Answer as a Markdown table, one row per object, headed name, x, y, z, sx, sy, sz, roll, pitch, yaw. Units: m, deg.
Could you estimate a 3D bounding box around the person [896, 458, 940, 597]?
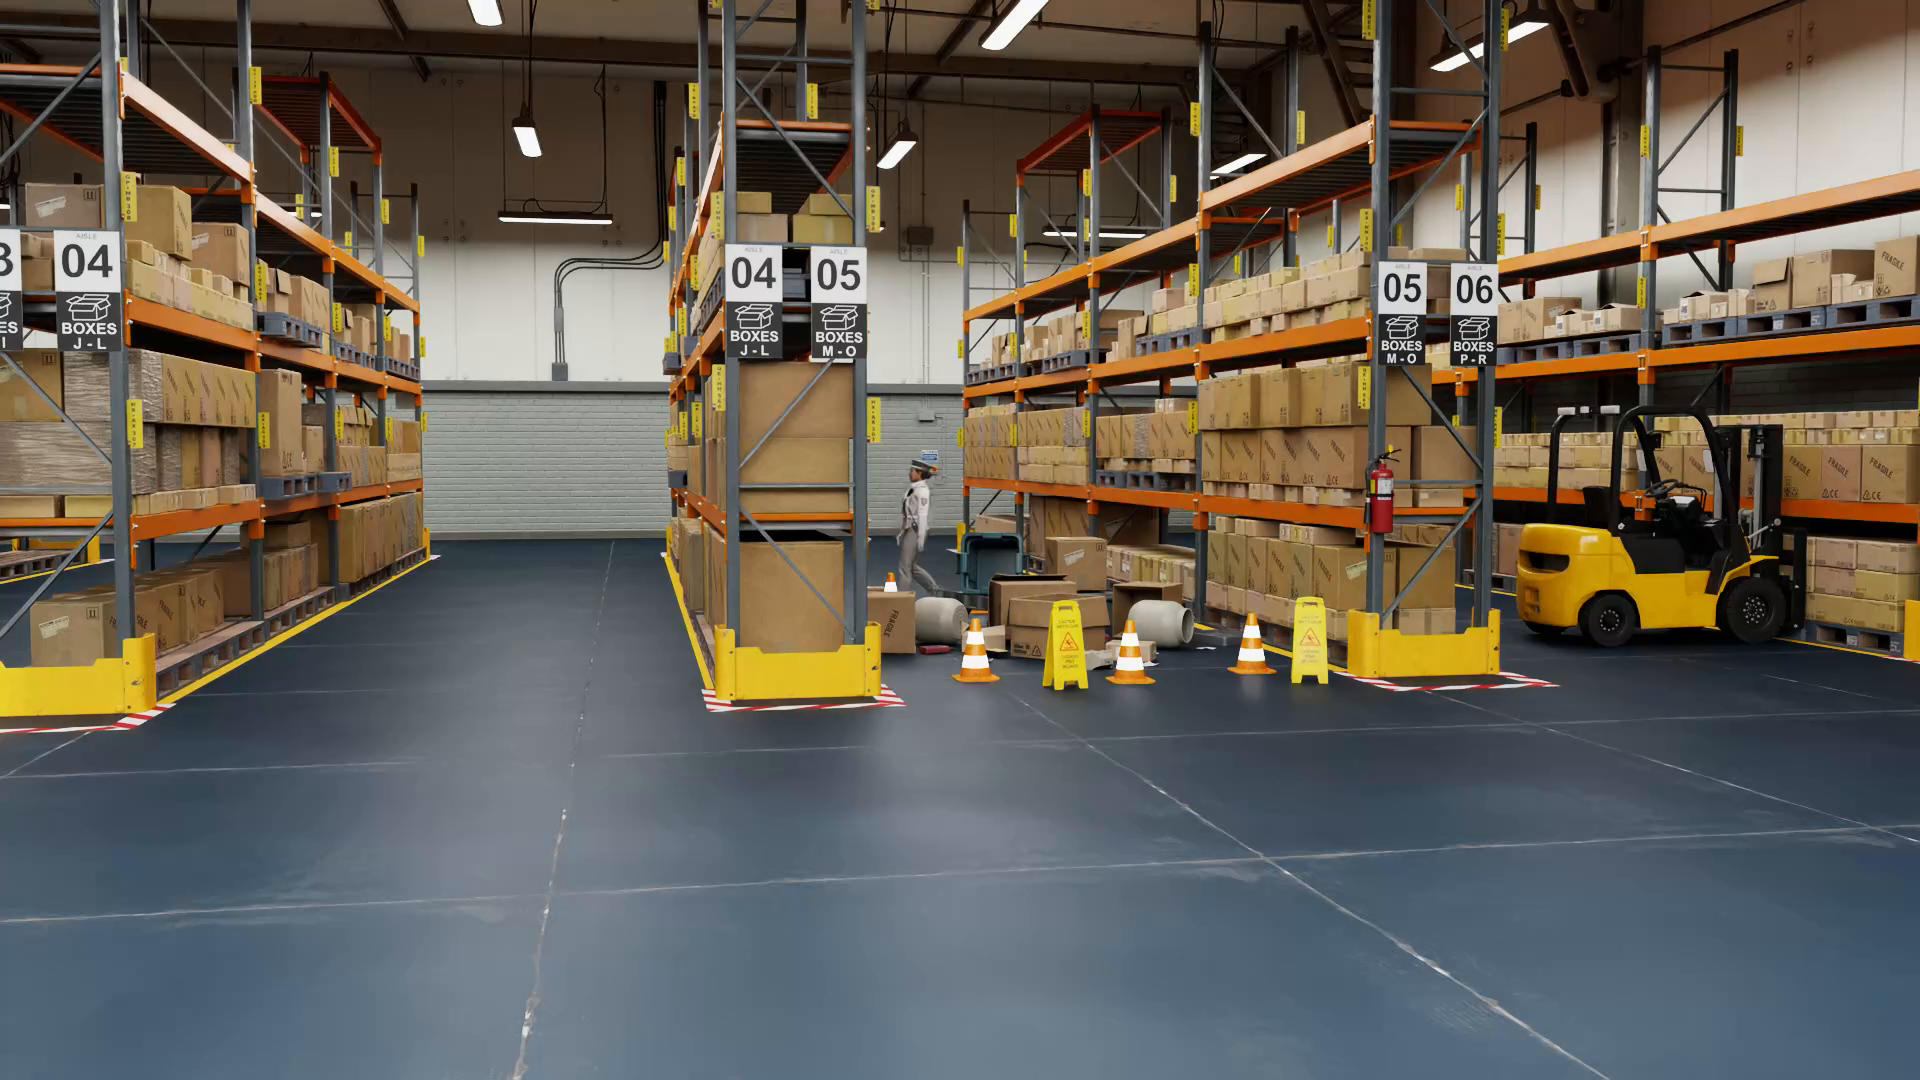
| name | x | y | z | sx | sy | sz | roll | pitch | yaw |
| --- | --- | --- | --- | --- | --- | --- | --- | --- | --- |
| person | -0.523 | -0.072 | 18.288 | 0.739 | 1.659 | 0.492 | -1 | 3 | -11 |
